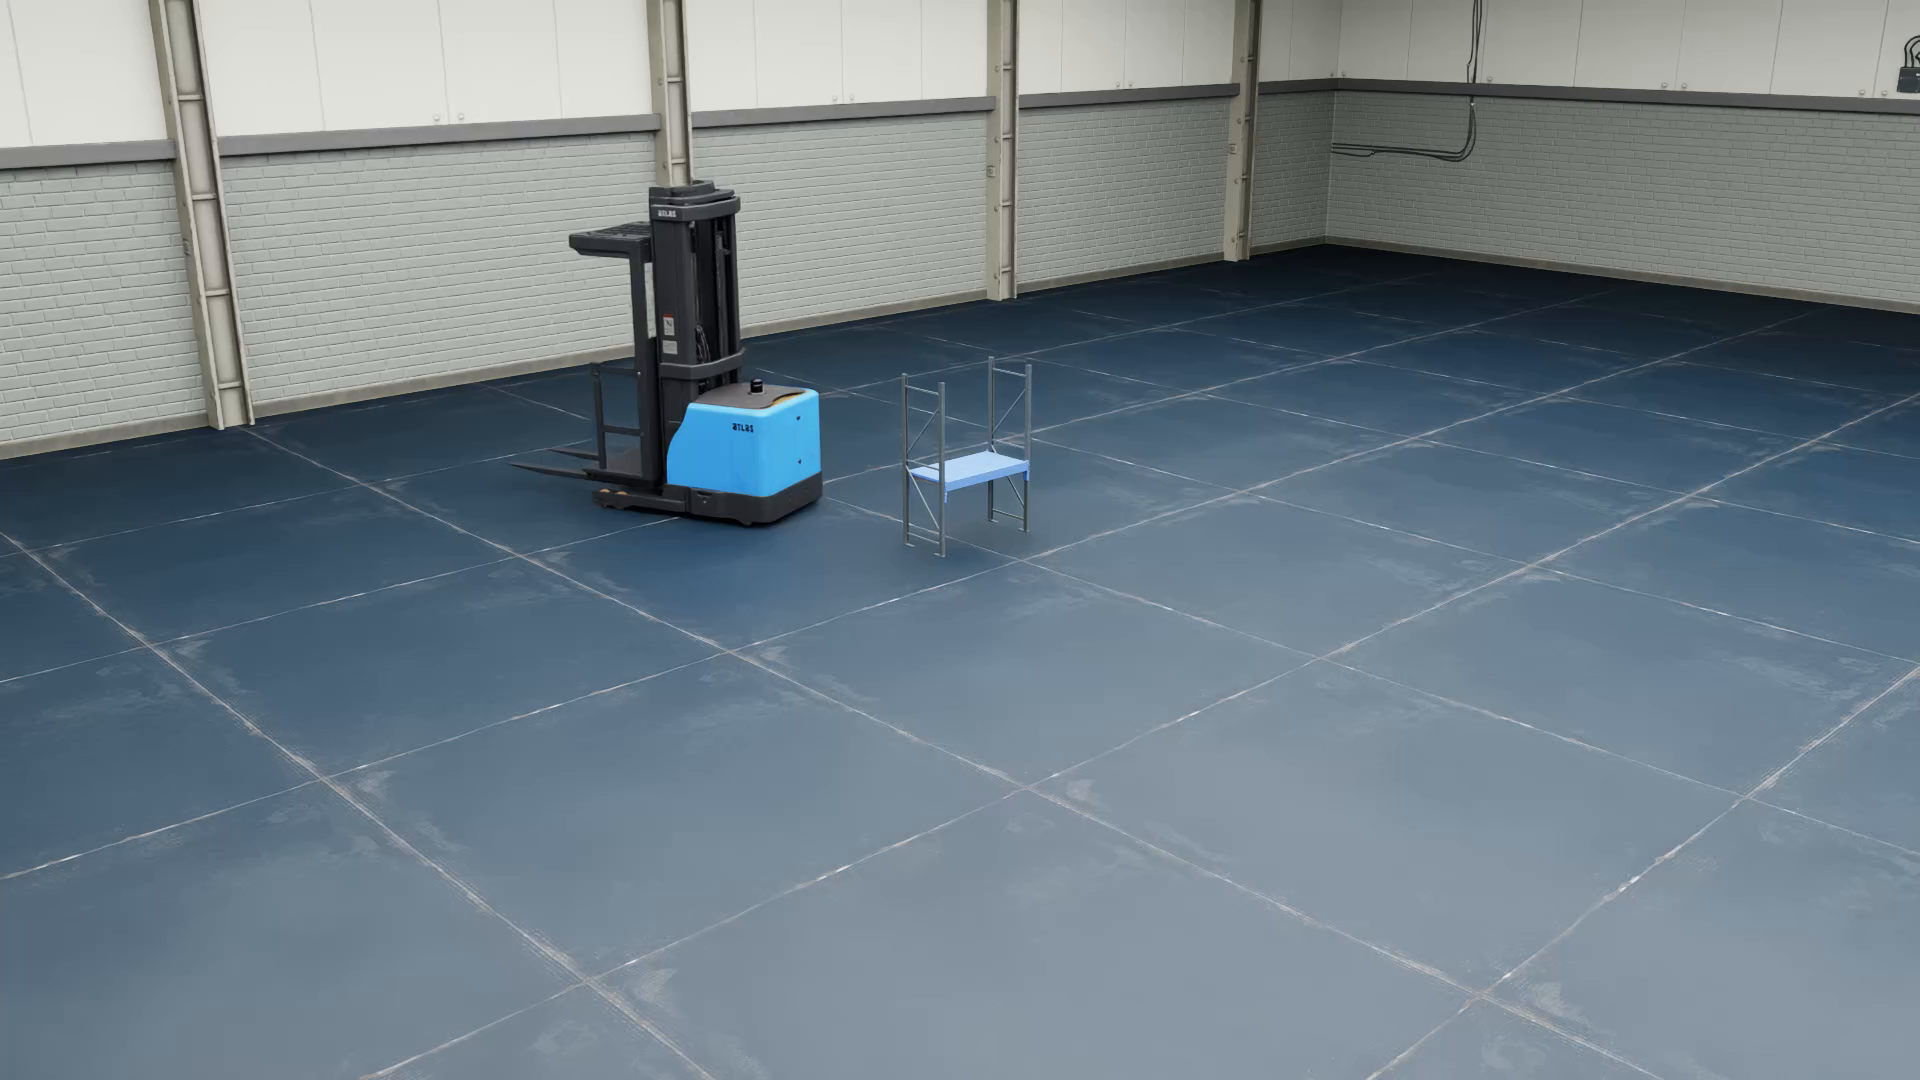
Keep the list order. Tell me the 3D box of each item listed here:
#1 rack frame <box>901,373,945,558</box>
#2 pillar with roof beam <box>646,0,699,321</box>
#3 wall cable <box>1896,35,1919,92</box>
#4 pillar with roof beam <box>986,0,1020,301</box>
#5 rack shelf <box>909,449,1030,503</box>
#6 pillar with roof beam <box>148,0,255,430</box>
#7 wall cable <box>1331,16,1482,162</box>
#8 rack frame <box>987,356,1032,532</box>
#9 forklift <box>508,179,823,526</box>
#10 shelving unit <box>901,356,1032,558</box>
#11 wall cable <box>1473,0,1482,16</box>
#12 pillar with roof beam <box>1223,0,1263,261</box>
[{"bbox_3d":[-0.307,-0.624,13.977,0.032,1.500,0.500,-16,24,-41],"label":"rack frame"},{"bbox_3d":[-0.752,-5.867,17.990,0.400,9.000,9.100,-16,24,-41],"label":"pillar with roof beam"},{"bbox_3d":[14.570,-9.189,22.723,0.169,6.003,2.305,-16,24,-41],"label":"wall cable"},{"bbox_3d":[3.608,-7.138,21.911,0.400,9.000,9.100,-16,24,-41],"label":"pillar with roof beam"},{"bbox_3d":[0.062,-0.560,14.365,1.000,0.185,0.538,-16,24,-41],"label":"rack shelf"},{"bbox_3d":[-5.111,-4.596,14.068,0.400,9.000,9.100,-16,24,-41],"label":"pillar with roof beam"},{"bbox_3d":[8.059,-8.225,30.298,0.112,2.526,3.097,-16,24,-41],"label":"wall cable"},{"bbox_3d":[0.431,-0.839,14.641,0.032,1.500,0.500,-16,24,-41],"label":"rack frame"},{"bbox_3d":[-2.842,-1.811,15.318,3.031,2.935,1.130,8,20,24],"label":"forklift"},{"bbox_3d":[0.062,-0.732,14.309,1.048,1.500,0.538,-16,24,-41],"label":"shelving unit"},{"bbox_3d":[9.918,-10.022,27.649,0.112,2.526,3.097,-16,24,-41],"label":"wall cable"},{"bbox_3d":[7.968,-8.410,25.832,0.400,9.000,9.100,-16,24,-41],"label":"pillar with roof beam"}]
